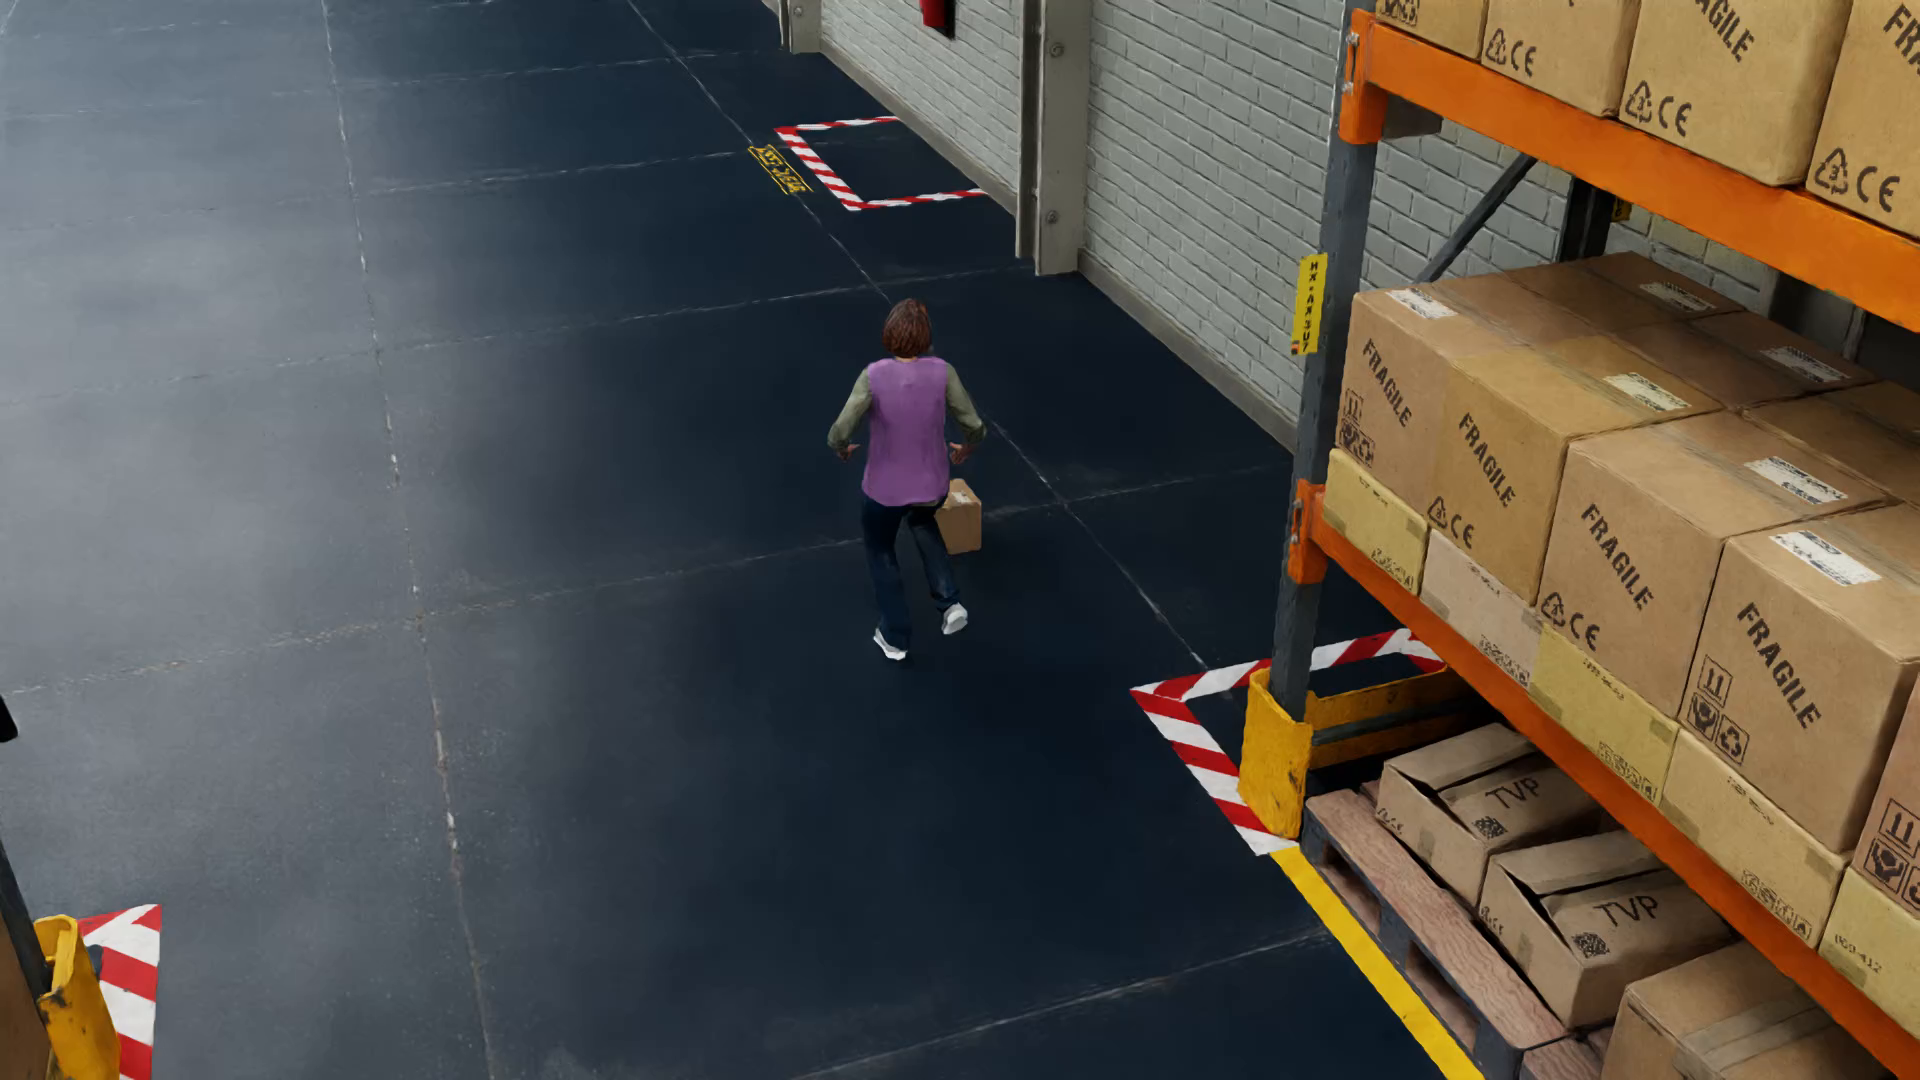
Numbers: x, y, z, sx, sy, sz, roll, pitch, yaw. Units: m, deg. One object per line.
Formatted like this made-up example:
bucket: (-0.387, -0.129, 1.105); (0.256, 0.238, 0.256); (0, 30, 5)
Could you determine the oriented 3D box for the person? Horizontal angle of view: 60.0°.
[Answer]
person: (-0.236, -0.235, 6.573); (0.600, 1.572, 0.435); (-10, 32, -16)
